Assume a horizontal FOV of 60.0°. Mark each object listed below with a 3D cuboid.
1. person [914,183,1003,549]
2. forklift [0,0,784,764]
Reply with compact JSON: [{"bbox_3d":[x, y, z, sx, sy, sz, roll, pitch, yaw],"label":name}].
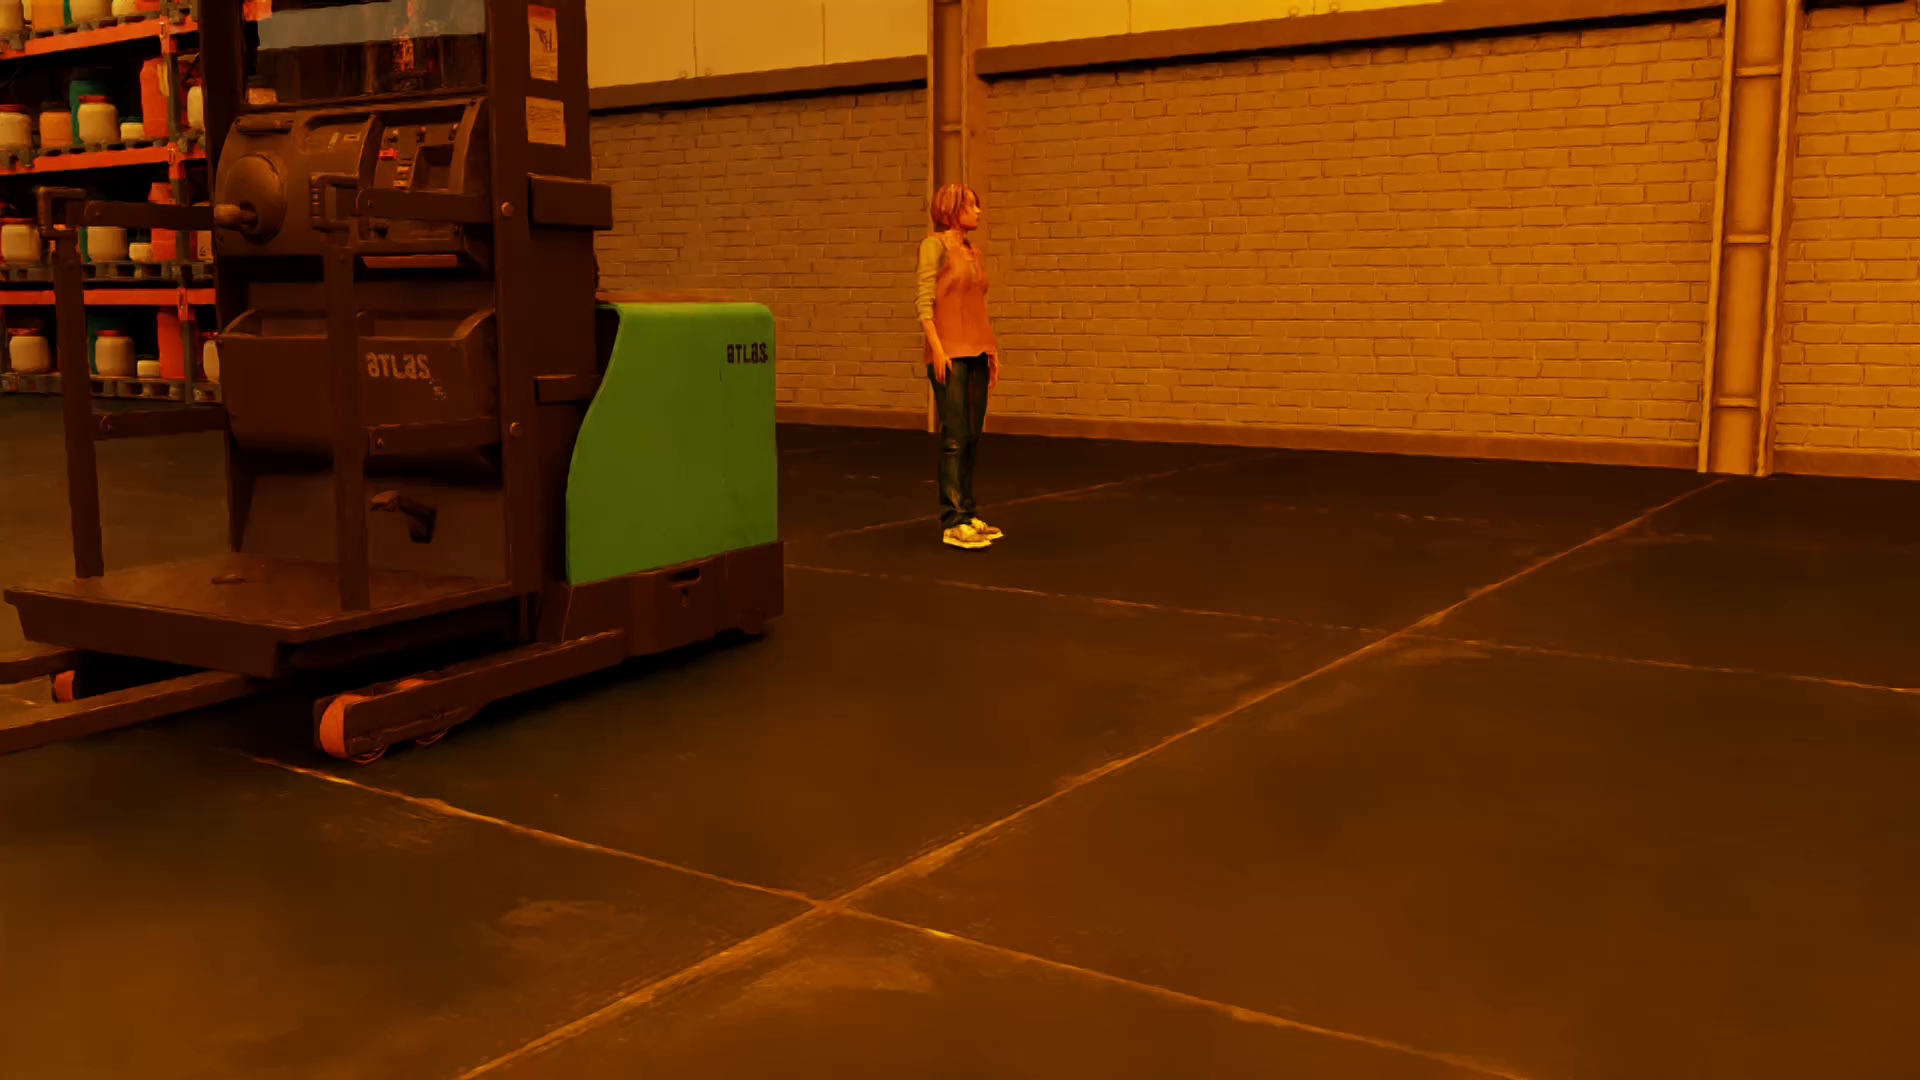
[{"bbox_3d":[0.054,-0.790,7.438,0.474,1.597,0.520,5,10,34],"label":"person"},{"bbox_3d":[-1.723,-0.997,4.204,1.130,2.935,3.031,4,9,28],"label":"forklift"}]
